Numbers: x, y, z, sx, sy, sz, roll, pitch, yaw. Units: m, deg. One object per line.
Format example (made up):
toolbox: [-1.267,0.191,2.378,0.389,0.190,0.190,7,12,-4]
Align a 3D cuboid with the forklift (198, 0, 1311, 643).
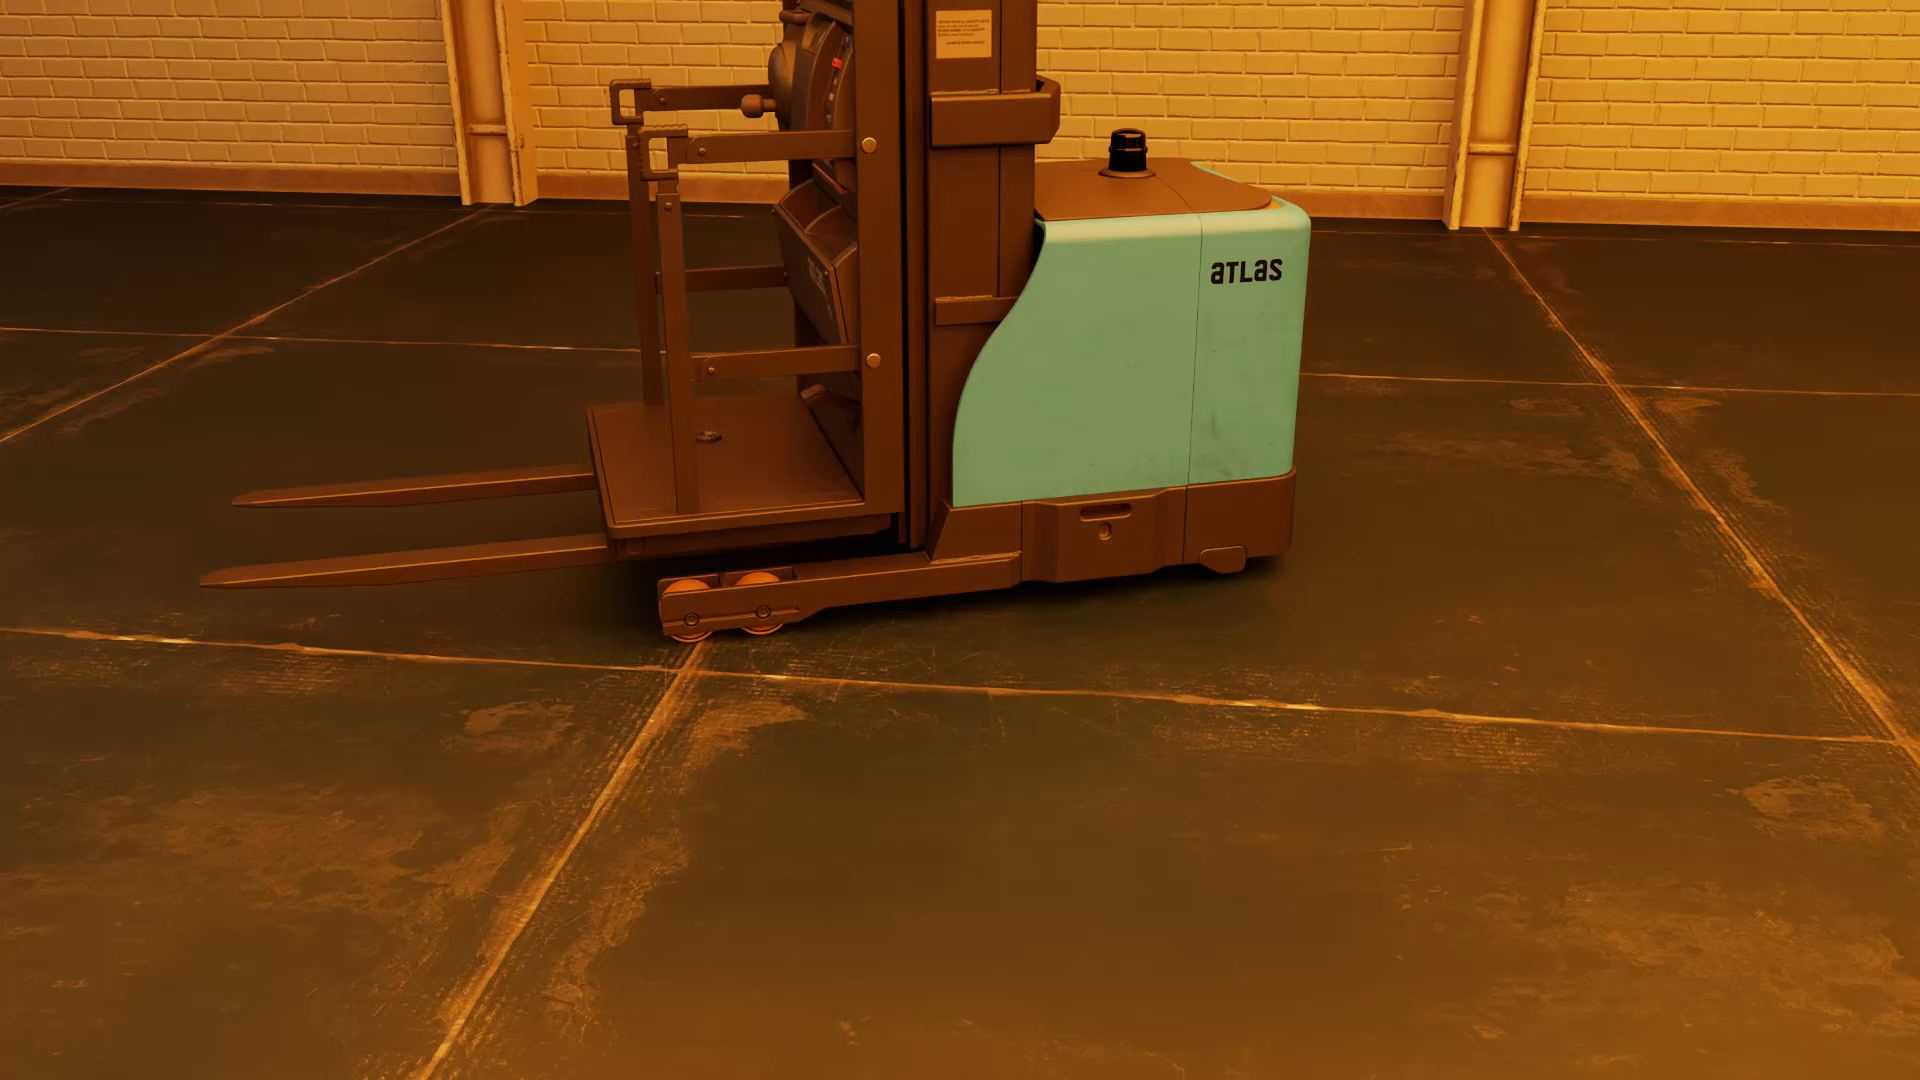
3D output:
forklift: [-0.588,-1.301,4.485,3.031,2.935,1.130,-6,23,-14]
